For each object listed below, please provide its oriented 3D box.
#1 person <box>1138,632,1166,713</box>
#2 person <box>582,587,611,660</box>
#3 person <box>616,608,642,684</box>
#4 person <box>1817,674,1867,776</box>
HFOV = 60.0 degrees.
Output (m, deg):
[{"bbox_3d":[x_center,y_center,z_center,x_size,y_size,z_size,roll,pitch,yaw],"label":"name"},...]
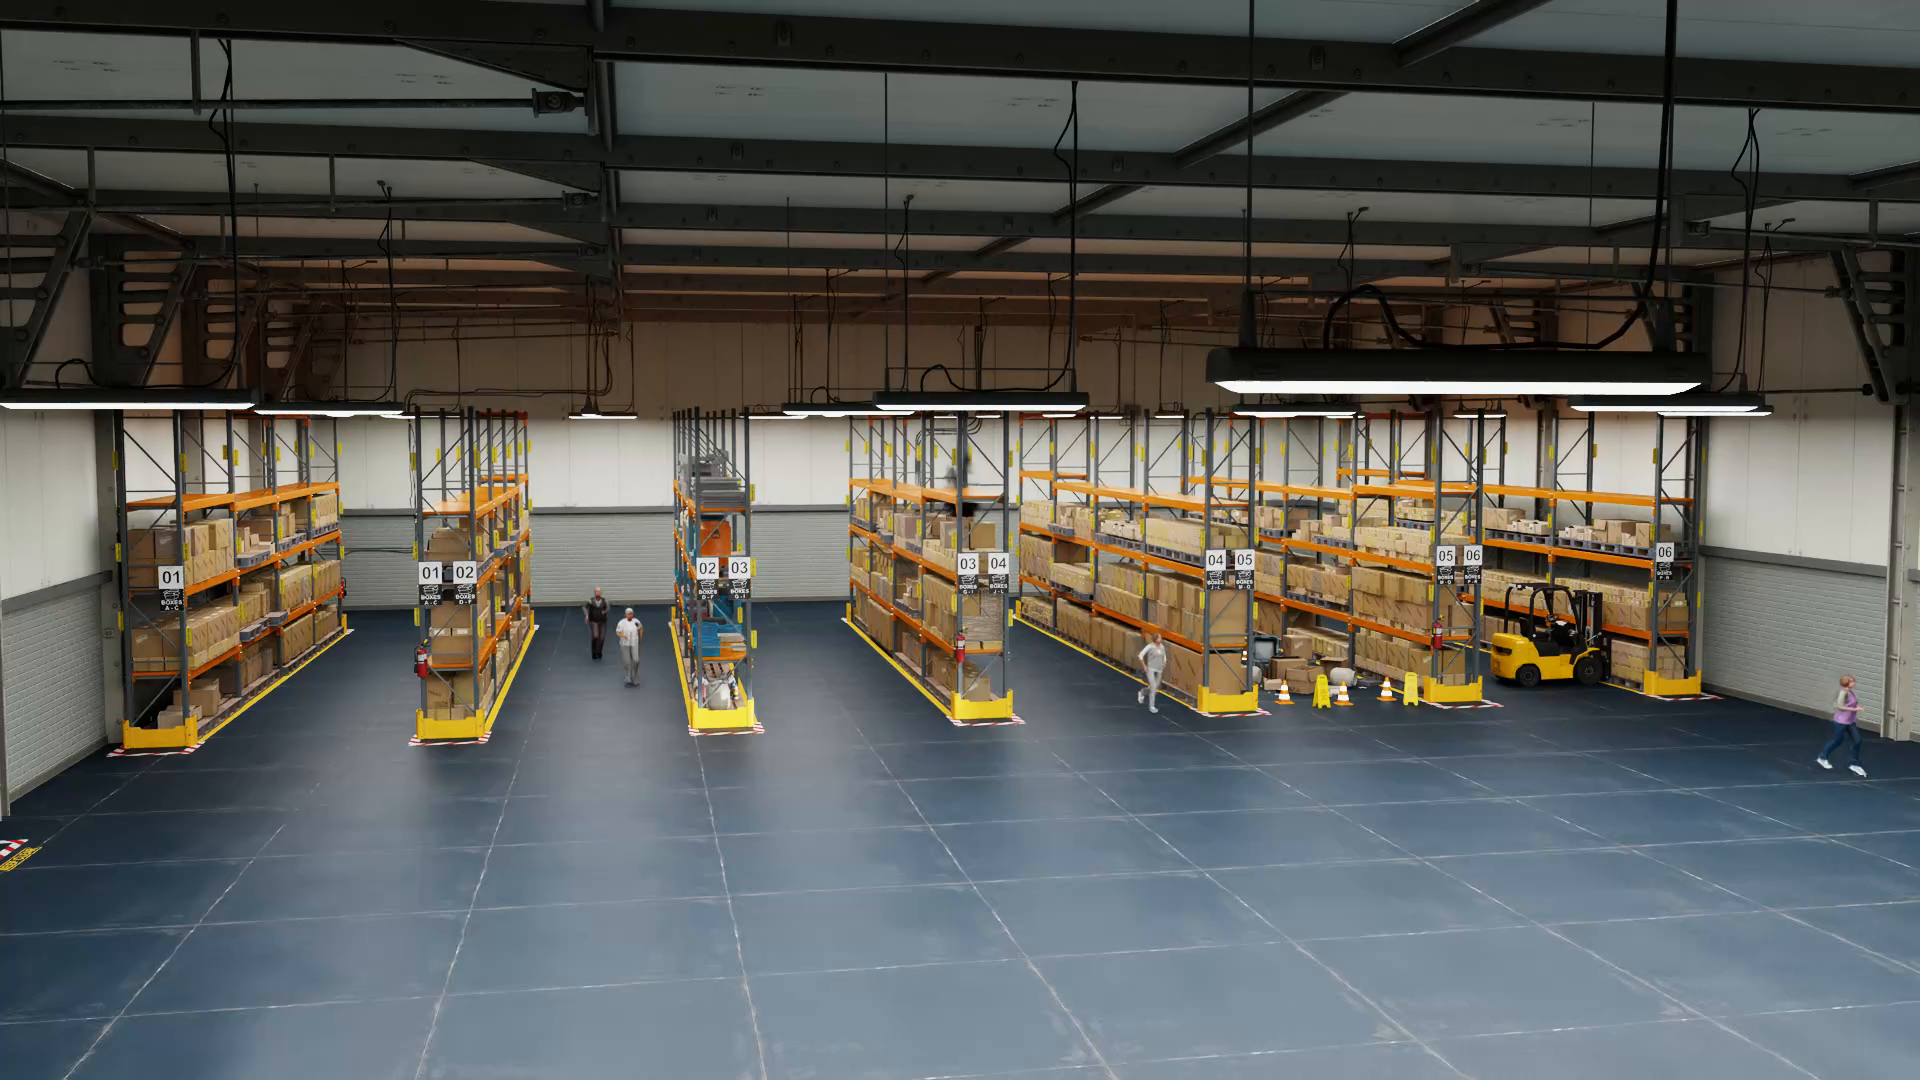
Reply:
[{"bbox_3d":[3.834,2.597,32.946,0.588,1.547,0.760,-2,5,-27],"label":"person"},{"bbox_3d":[-8.724,2.022,40.069,0.631,1.755,0.726,-2,4,-25],"label":"person"},{"bbox_3d":[-7.215,2.331,36.338,0.597,1.698,0.695,-1,4,-16],"label":"person"},{"bbox_3d":[14.345,2.996,27.040,0.528,1.617,0.751,-3,5,-36],"label":"person"}]
